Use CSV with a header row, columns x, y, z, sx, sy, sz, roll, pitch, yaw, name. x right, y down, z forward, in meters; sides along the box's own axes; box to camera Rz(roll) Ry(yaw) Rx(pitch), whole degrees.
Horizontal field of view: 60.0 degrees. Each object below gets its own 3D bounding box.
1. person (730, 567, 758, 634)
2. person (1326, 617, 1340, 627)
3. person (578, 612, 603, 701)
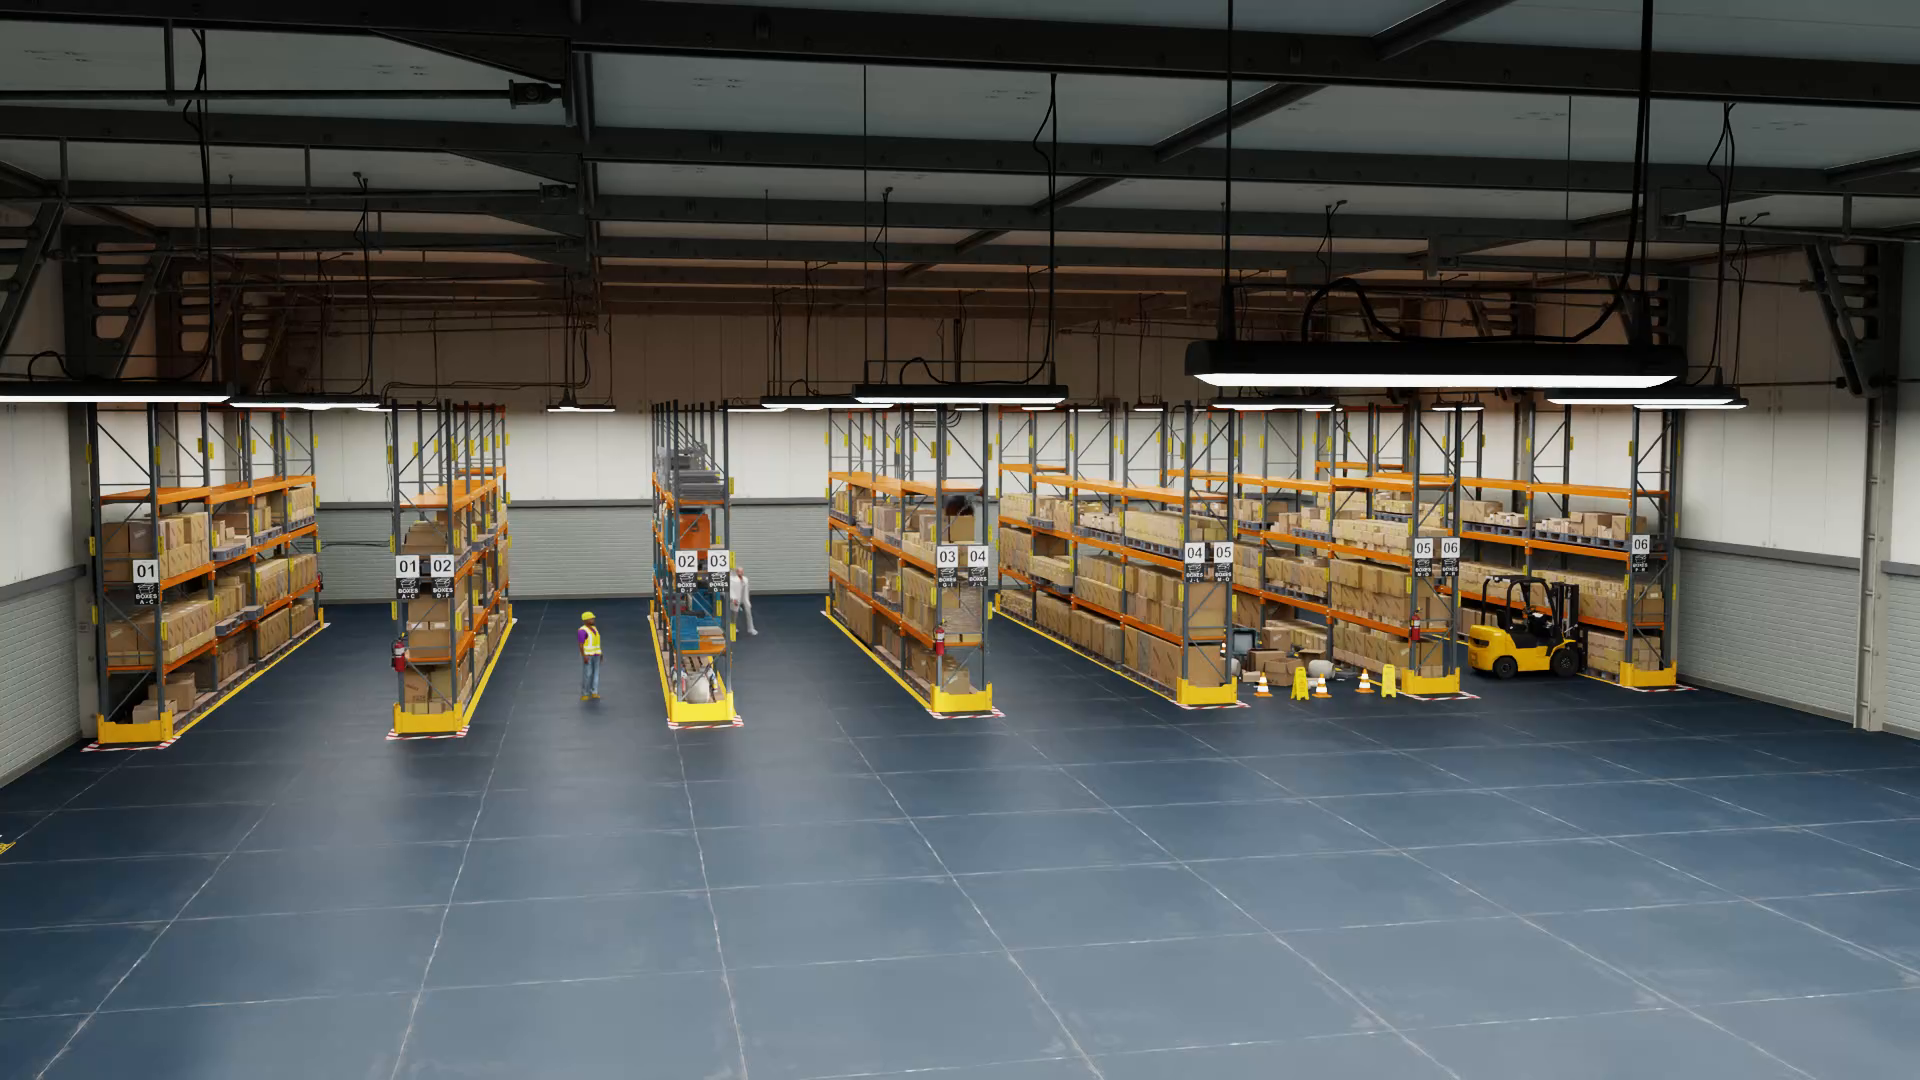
x,y,z,sx,sy,sz,roll,pitch,yaw,name
-5.690,1.572,43.188,0.615,1.720,1.115,-2,5,-29,person
9.665,1.561,43.520,0.642,1.776,0.596,0,4,0,person
-7.426,2.331,33.501,0.454,1.781,0.621,4,6,42,person
